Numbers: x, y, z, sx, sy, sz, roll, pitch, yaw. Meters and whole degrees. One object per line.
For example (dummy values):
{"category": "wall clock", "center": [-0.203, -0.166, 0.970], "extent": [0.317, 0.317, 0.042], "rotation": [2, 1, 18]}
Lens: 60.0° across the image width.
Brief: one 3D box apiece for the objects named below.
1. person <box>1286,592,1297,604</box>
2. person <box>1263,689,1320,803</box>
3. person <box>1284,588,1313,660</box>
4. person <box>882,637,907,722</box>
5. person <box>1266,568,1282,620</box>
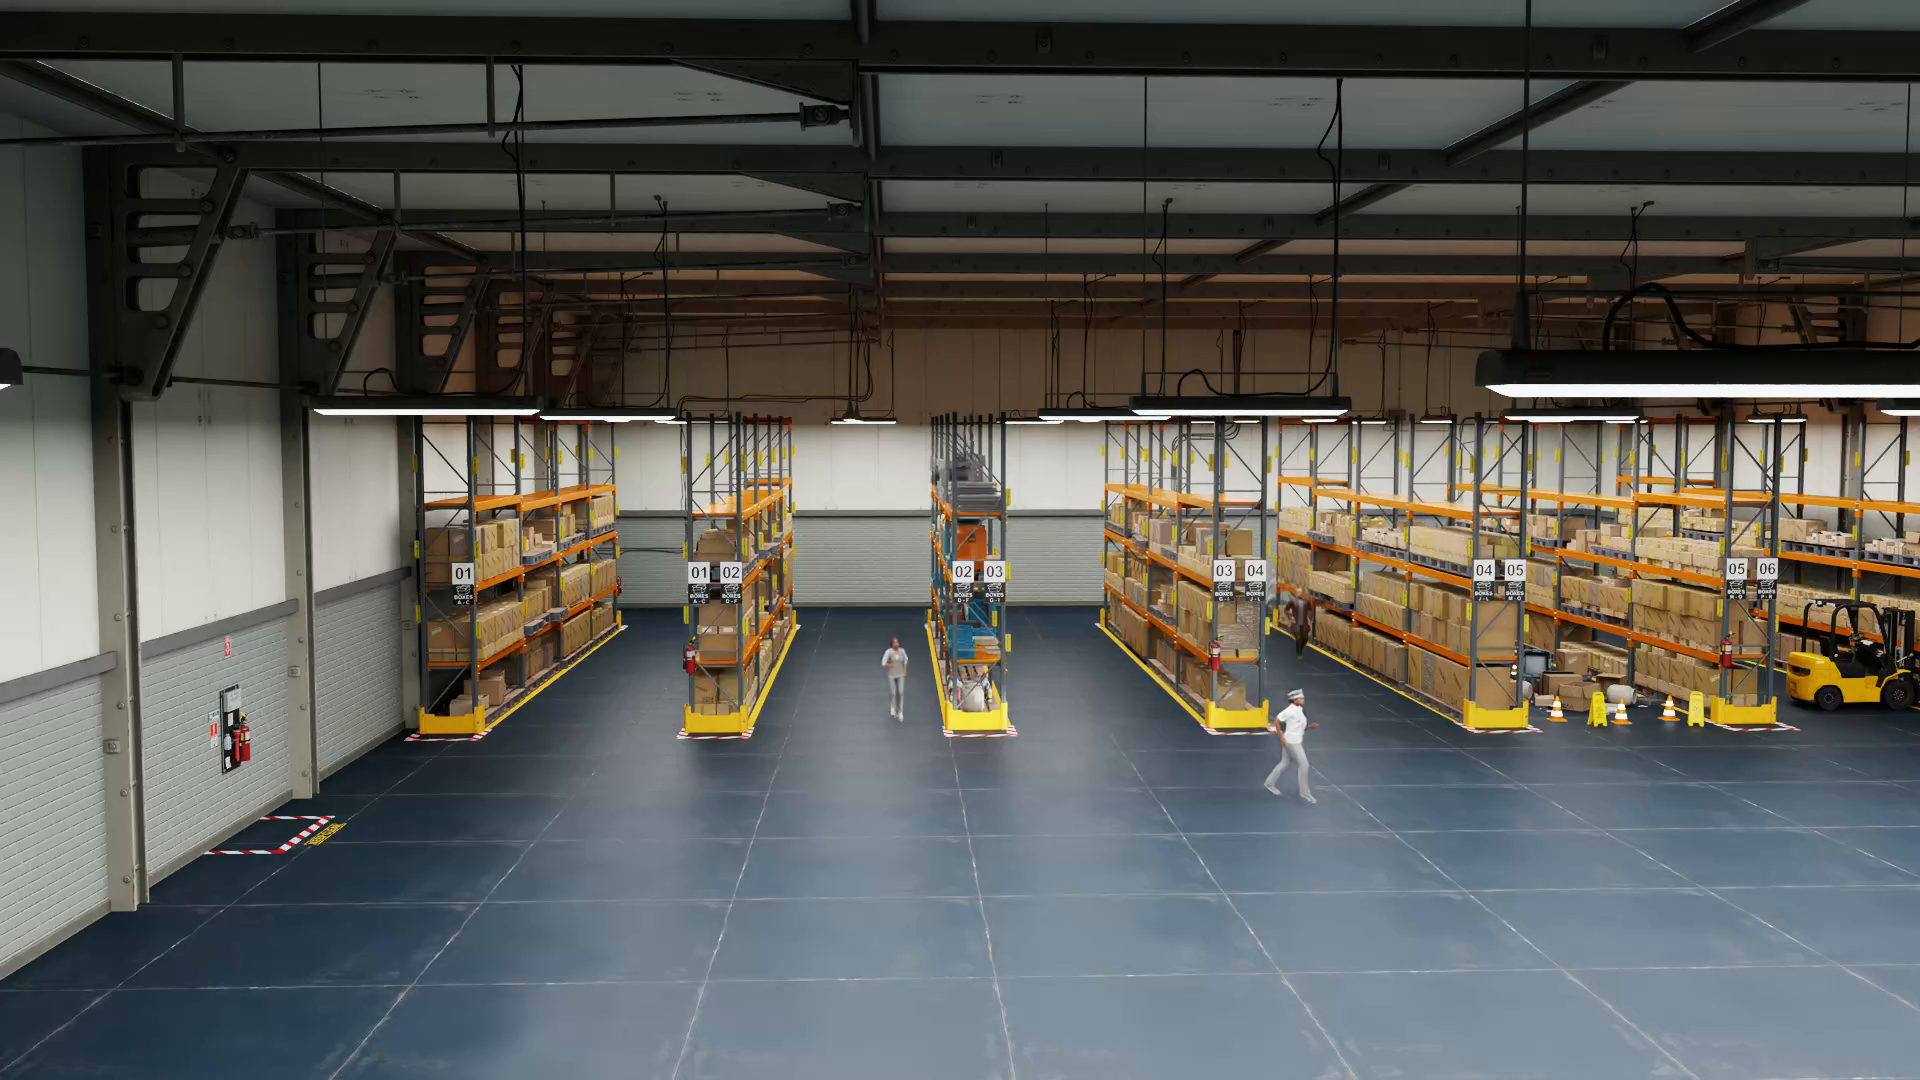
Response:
{"category": "person", "center": [9.869, 1.523, 48.874], "extent": [0.681, 1.750, 0.690], "rotation": [-1, 4, -10]}
{"category": "person", "center": [5.073, 3.134, 25.468], "extent": [0.863, 1.738, 0.547], "rotation": [1, 4, 19]}
{"category": "person", "center": [8.354, 2.061, 41.050], "extent": [0.721, 1.746, 0.639], "rotation": [0, 4, -2]}
{"category": "person", "center": [-1.273, 2.708, 32.515], "extent": [0.528, 1.613, 0.751], "rotation": [0, 4, -7]}
{"category": "person", "center": [9.277, 1.598, 49.015], "extent": [0.661, 1.586, 0.718], "rotation": [0, 4, 2]}
